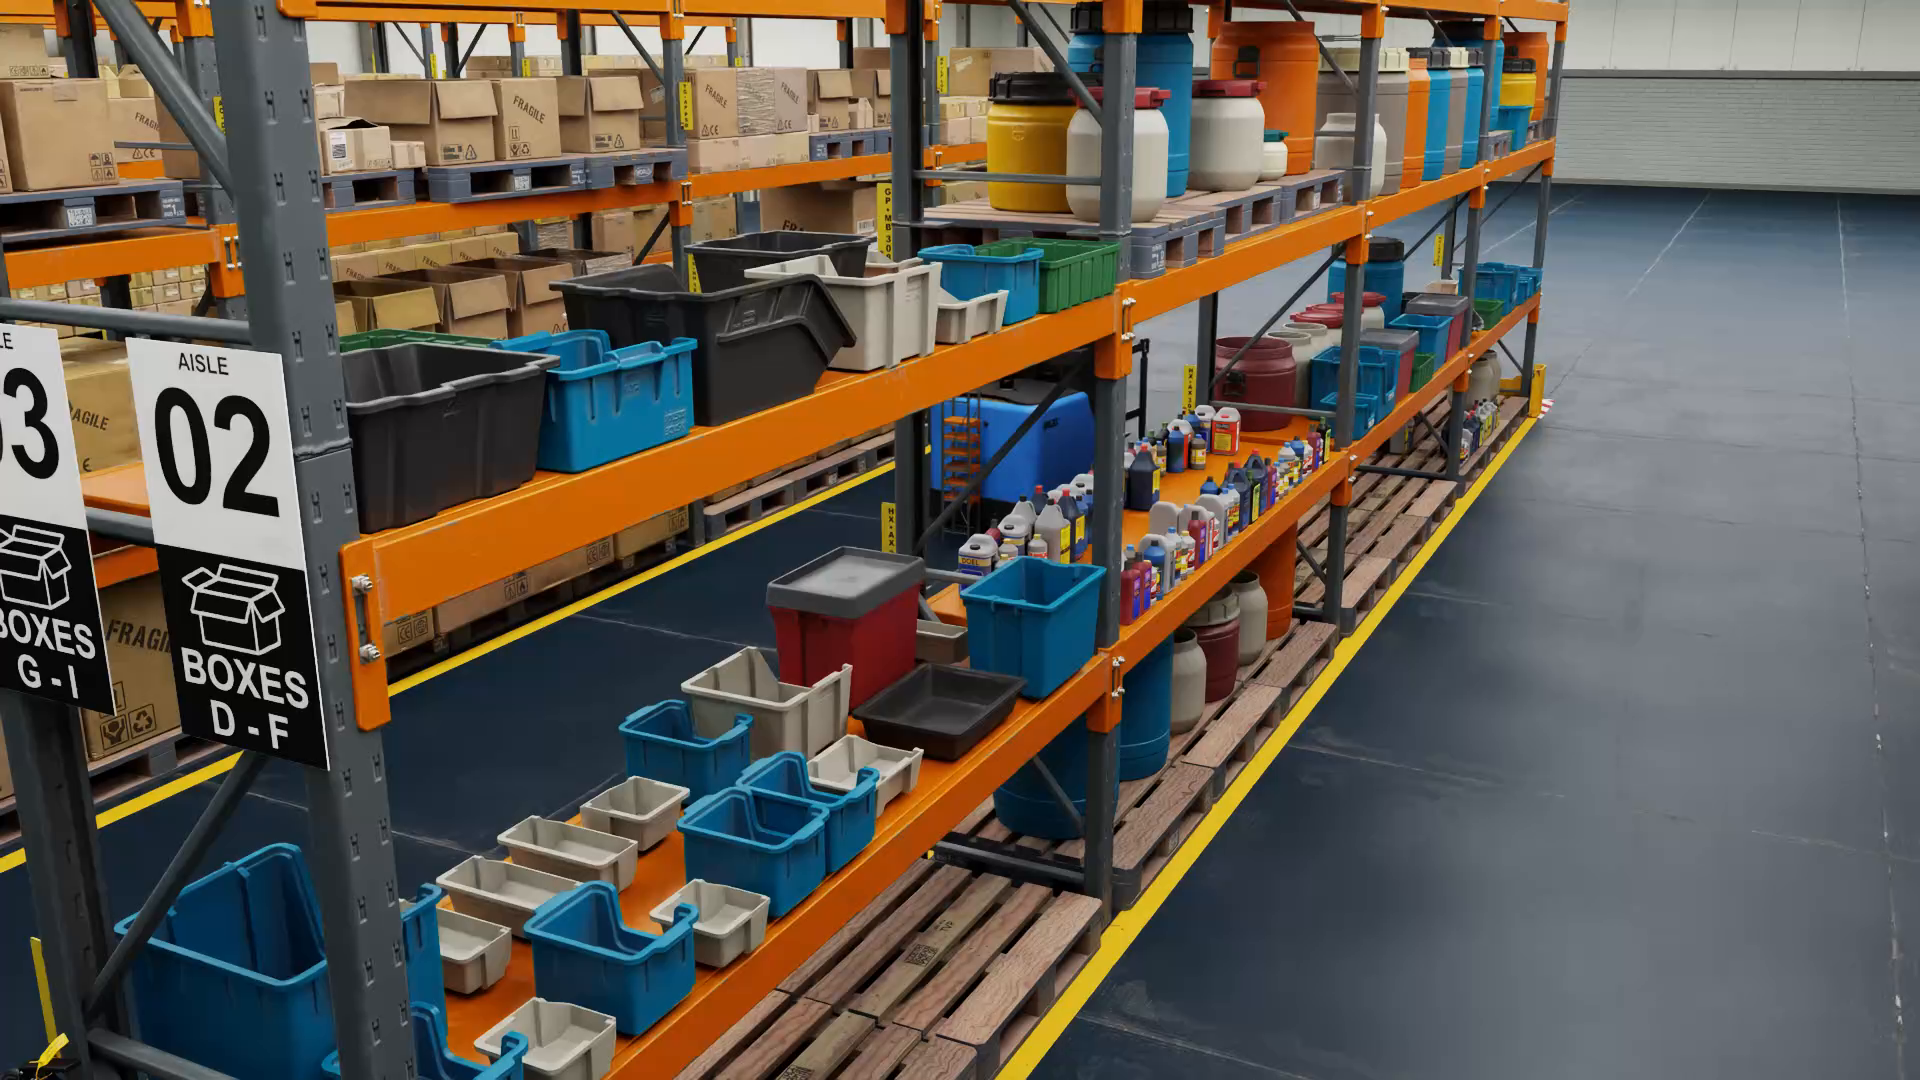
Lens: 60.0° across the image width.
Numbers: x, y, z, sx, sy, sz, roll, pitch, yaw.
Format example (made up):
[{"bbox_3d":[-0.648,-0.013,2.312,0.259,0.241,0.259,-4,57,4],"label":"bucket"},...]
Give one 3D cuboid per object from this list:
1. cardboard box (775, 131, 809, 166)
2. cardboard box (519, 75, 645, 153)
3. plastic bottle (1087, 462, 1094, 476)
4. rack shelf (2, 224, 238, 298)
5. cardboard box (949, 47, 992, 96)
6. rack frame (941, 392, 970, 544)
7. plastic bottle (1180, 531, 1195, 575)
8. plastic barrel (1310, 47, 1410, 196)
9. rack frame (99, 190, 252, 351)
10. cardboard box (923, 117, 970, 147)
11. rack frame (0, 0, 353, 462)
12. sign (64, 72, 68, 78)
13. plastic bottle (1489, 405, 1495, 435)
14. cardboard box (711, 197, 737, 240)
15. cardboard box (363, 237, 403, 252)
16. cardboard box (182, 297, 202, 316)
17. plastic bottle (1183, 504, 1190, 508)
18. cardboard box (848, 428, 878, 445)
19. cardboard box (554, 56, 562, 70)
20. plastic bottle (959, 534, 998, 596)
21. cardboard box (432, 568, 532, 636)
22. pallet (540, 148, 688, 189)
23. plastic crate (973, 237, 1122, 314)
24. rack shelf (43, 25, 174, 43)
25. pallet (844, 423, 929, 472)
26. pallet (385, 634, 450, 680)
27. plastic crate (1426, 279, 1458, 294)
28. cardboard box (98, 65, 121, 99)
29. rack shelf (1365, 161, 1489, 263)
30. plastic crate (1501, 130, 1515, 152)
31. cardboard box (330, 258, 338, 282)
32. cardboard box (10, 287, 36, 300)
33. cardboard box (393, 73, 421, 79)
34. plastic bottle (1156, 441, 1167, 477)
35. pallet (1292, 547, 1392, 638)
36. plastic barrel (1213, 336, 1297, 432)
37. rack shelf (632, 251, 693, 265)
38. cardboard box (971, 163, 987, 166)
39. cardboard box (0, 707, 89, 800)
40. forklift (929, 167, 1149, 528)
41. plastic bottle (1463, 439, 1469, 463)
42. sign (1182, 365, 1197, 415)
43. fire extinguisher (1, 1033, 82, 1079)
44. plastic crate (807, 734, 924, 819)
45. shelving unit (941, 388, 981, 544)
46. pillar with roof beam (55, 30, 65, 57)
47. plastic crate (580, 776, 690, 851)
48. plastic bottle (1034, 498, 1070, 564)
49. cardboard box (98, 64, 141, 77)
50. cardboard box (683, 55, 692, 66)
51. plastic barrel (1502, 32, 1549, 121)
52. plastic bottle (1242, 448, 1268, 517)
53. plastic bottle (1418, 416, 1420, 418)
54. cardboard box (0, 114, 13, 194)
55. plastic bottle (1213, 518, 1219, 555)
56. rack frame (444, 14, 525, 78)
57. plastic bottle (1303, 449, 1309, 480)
[{"bbox_3d":[-1.561,-3.165,13.406,0.500,0.250,0.500,9,19,27],"label":"cardboard box"},{"bbox_3d":[-2.658,-2.972,11.577,0.797,0.503,0.637,9,19,29],"label":"cardboard box"},{"bbox_3d":[0.696,-0.264,8.851,0.061,0.283,0.133,8,18,25],"label":"plastic bottle"},{"bbox_3d":[-5.131,-1.013,7.162,1.077,0.370,4.000,8,18,25],"label":"rack shelf"},{"bbox_3d":[0.220,-5.010,17.781,0.500,0.500,0.500,8,18,25],"label":"cardboard box"},{"bbox_3d":[-0.034,-0.556,12.787,0.240,1.200,0.006,8,18,25],"label":"rack frame"},{"bbox_3d":[1.069,0.058,7.911,0.097,0.201,0.097,0,17,0],"label":"plastic bottle"},{"bbox_3d":[2.543,-2.678,10.623,0.600,0.901,0.600,0,17,0],"label":"plastic barrel"},{"bbox_3d":[-4.237,-0.429,9.202,1.000,3.000,0.127,8,18,25],"label":"rack frame"},{"bbox_3d":[-0.232,-3.915,15.933,0.500,0.250,0.500,7,18,23],"label":"cardboard box"},{"bbox_3d":[-1.593,-1.656,2.796,1.000,3.000,0.127,8,18,25],"label":"rack frame"},{"bbox_3d":[-4.727,-2.333,8.880,0.100,0.325,0.005,8,18,25],"label":"sign"},{"bbox_3d":[4.929,-1.141,15.610,0.152,0.276,0.135,8,18,24],"label":"plastic bottle"},{"bbox_3d":[-3.392,-4.114,21.345,0.875,0.550,0.550,8,18,25],"label":"cardboard box"},{"bbox_3d":[-5.952,-3.136,16.381,0.700,0.500,0.500,8,18,25],"label":"cardboard box"},{"bbox_3d":[-6.651,-2.002,14.199,0.380,0.149,0.250,8,19,26],"label":"cardboard box"},{"bbox_3d":[1.139,-0.080,8.373,0.097,0.201,0.097,0,17,0],"label":"plastic bottle"},{"bbox_3d":[-1.186,-1.207,15.438,0.700,0.500,0.500,8,18,25],"label":"cardboard box"},{"bbox_3d":[-4.474,-5.188,18.081,0.380,0.149,0.250,8,18,25],"label":"cardboard box"},{"bbox_3d":[0.081,0.119,7.574,0.152,0.276,0.135,8,18,25],"label":"plastic bottle"},{"bbox_3d":[-3.570,-0.005,10.769,1.225,0.875,0.875,7,18,23],"label":"cardboard box"},{"bbox_3d":[-2.690,-2.625,11.657,1.213,0.211,1.003,9,19,28],"label":"pallet"},{"bbox_3d":[0.275,-0.989,6.191,0.450,0.188,0.662,8,18,25],"label":"plastic crate"},{"bbox_3d":[-13.076,-7.207,23.451,1.077,0.370,4.000,8,18,25],"label":"rack shelf"},{"bbox_3d":[-1.009,-0.932,15.791,1.003,0.211,1.213,8,18,25],"label":"pallet"},{"bbox_3d":[-3.959,0.701,10.293,1.003,0.211,1.213,8,18,25],"label":"pallet"},{"bbox_3d":[4.869,-2.542,16.779,0.298,0.136,0.250,8,18,25],"label":"plastic crate"},{"bbox_3d":[-7.006,-3.689,13.389,0.396,0.266,0.258,8,18,25],"label":"cardboard box"},{"bbox_3d":[2.875,-2.421,11.901,1.077,0.370,4.000,8,18,25],"label":"rack shelf"},{"bbox_3d":[4.717,-3.541,14.781,0.336,0.188,0.450,8,18,25],"label":"plastic crate"},{"bbox_3d":[-6.175,-2.363,15.536,0.500,0.500,0.500,8,18,25],"label":"cardboard box"},{"bbox_3d":[-7.347,-1.893,12.787,0.380,0.149,0.250,9,19,27],"label":"cardboard box"},{"bbox_3d":[-7.627,-6.323,22.816,0.380,0.149,0.250,8,18,26],"label":"cardboard box"},{"bbox_3d":[1.156,-0.476,9.707,0.097,0.201,0.097,0,17,0],"label":"plastic bottle"},{"bbox_3d":[2.362,0.326,11.555,1.003,0.211,1.213,8,18,25],"label":"pallet"},{"bbox_3d":[1.918,-1.040,11.019,0.600,0.536,0.708,8,18,25],"label":"plastic barrel"},{"bbox_3d":[-4.161,-3.289,20.091,1.077,0.370,4.000,8,18,25],"label":"rack shelf"},{"bbox_3d":[0.406,-3.924,18.513,0.500,0.500,0.500,8,18,25],"label":"cardboard box"},{"bbox_3d":[-5.005,0.775,8.141,0.875,0.875,0.875,8,18,25],"label":"cardboard box"},{"bbox_3d":[0.990,-1.801,13.939,1.130,2.935,3.031,11,20,32],"label":"forklift"},{"bbox_3d":[4.394,-0.784,14.537,0.097,0.201,0.097,0,17,0],"label":"plastic bottle"},{"bbox_3d":[1.486,-0.965,10.717,0.100,0.325,0.005,8,18,25],"label":"sign"},{"bbox_3d":[-2.067,1.416,3.779,0.296,0.674,0.183,8,18,25],"label":"fire extinguisher"},{"bbox_3d":[-0.315,0.780,5.487,0.293,0.136,0.466,8,18,25],"label":"plastic crate"},{"bbox_3d":[0.006,-0.579,12.866,0.258,1.200,0.189,8,18,25],"label":"shelving unit"},{"bbox_3d":[-9.449,-7.643,22.952,9.100,9.000,0.400,8,18,25],"label":"pillar with roof beam"},{"bbox_3d":[-1.030,0.863,5.209,0.298,0.136,0.250,8,18,25],"label":"plastic crate"},{"bbox_3d":[0.441,-0.033,7.954,0.144,0.351,0.185,8,18,25],"label":"plastic bottle"},{"bbox_3d":[-9.673,-5.371,19.219,0.500,0.250,0.500,9,19,27],"label":"cardboard box"},{"bbox_3d":[-3.456,-5.768,20.035,0.380,0.149,0.250,8,19,26],"label":"cardboard box"},{"bbox_3d":[5.453,-4.561,16.352,0.600,0.830,0.708,8,18,25],"label":"plastic barrel"},{"bbox_3d":[1.563,-0.311,8.889,0.144,0.351,0.185,8,18,25],"label":"plastic bottle"},{"bbox_3d":[4.467,-1.337,16.276,0.097,0.271,0.097,0,17,0],"label":"plastic bottle"},{"bbox_3d":[-4.777,-1.821,7.530,0.700,0.500,0.500,9,19,28],"label":"cardboard box"},{"bbox_3d":[1.232,-0.035,8.224,0.097,0.201,0.097,0,17,0],"label":"plastic bottle"},{"bbox_3d":[-5.054,-6.000,17.420,1.000,3.000,0.127,8,18,25],"label":"rack frame"},{"bbox_3d":[1.968,-0.455,9.637,0.097,0.201,0.097,0,17,0],"label":"plastic bottle"}]
